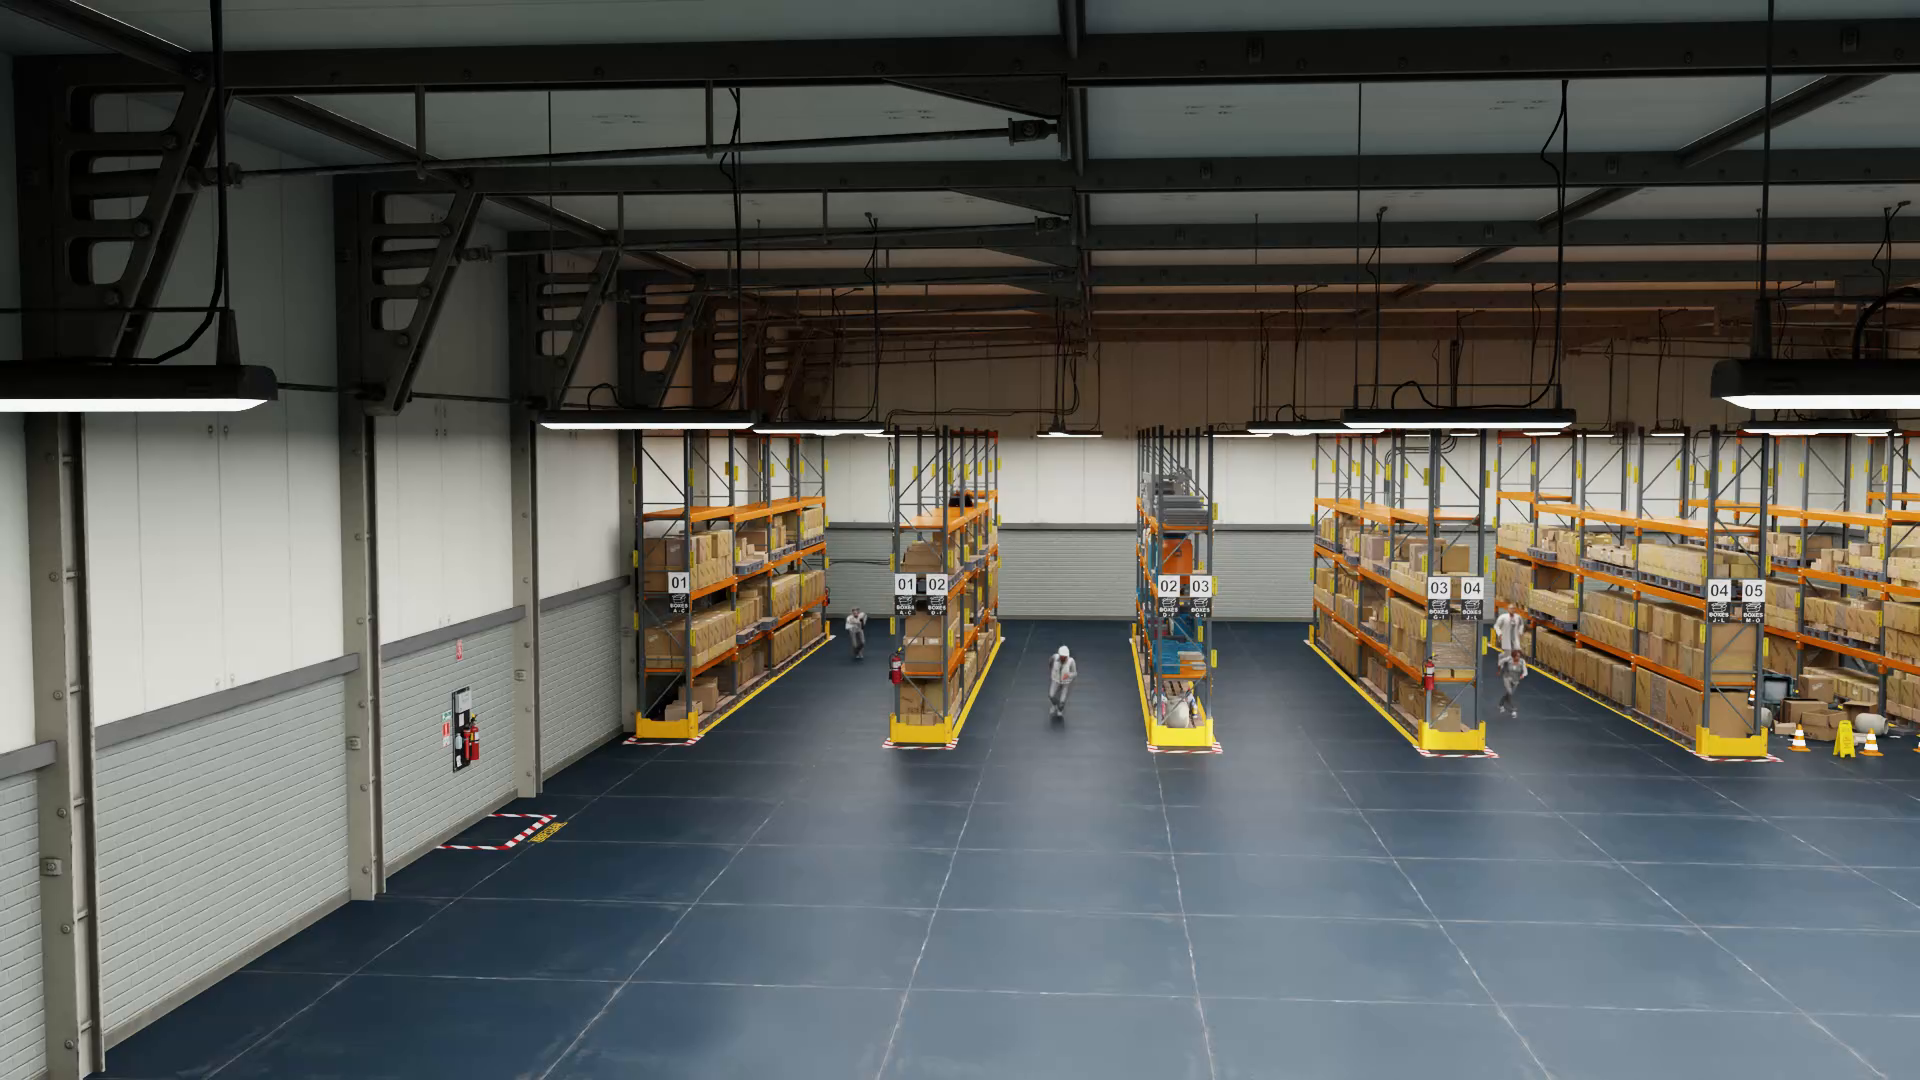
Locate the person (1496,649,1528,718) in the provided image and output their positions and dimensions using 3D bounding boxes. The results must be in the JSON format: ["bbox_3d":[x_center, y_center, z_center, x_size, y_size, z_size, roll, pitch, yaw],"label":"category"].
[{"bbox_3d":[11.400,2.924,34.393,0.536,1.426,1.002,0,3,2],"label":"person"}]

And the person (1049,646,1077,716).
[{"bbox_3d":[2.090,2.896,34.107,0.658,1.534,0.984,1,3,11],"label":"person"}]

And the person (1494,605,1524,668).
[{"bbox_3d":[13.444,2.430,40.694,0.725,1.734,0.721,0,3,-5],"label":"person"}]

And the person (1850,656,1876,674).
[{"bbox_3d":[21.971,2.502,40.573,0.712,1.580,0.919,-1,4,-19],"label":"person"}]

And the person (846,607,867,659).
[{"bbox_3d":[-2.690,2.419,43.288,0.614,1.402,0.929,-1,4,-15],"label":"person"}]
